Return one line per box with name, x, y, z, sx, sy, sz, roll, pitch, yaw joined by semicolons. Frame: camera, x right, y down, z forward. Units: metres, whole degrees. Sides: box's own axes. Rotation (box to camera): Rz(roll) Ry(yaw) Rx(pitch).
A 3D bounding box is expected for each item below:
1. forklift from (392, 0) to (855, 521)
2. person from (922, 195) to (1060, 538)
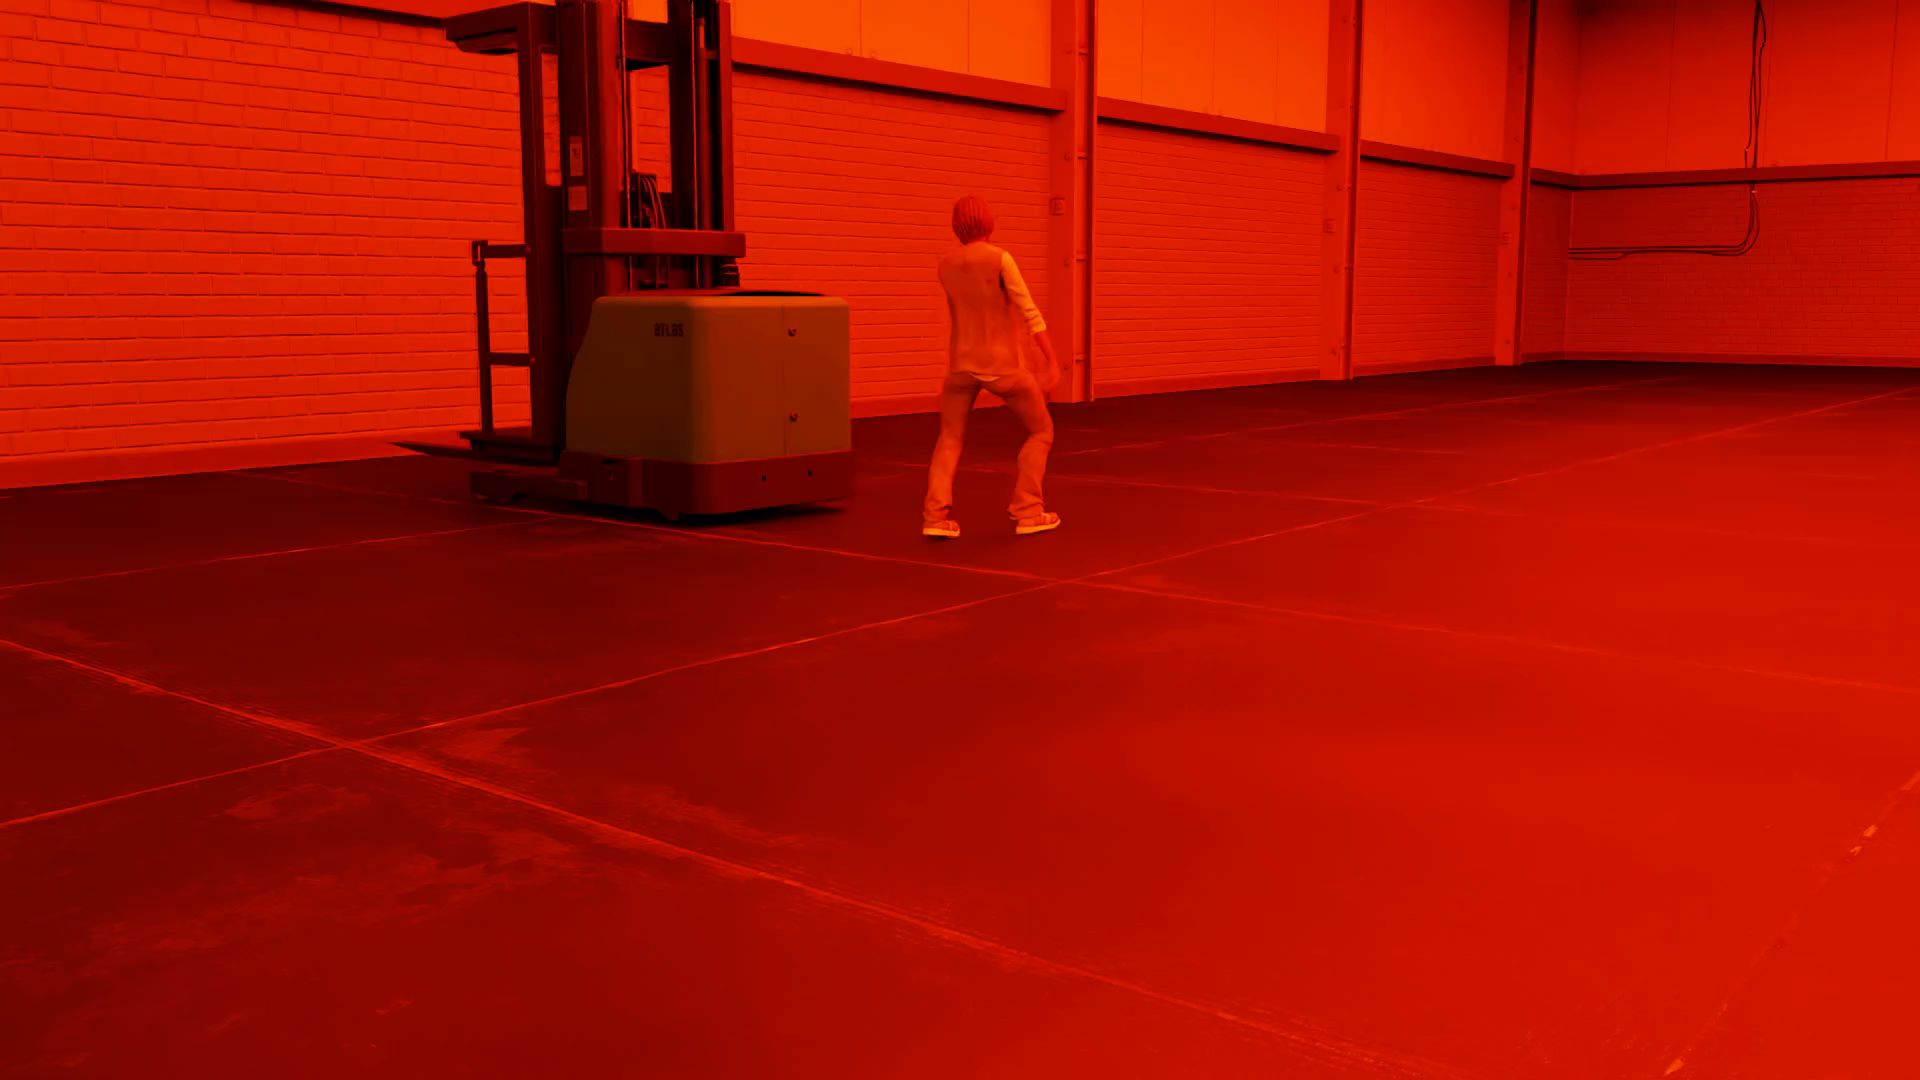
forklift;-1.976;-1.691;8.840;3.031;2.935;1.130;7;11;41
person;0.185;-0.776;7.474;0.575;1.516;0.757;3;9;21
